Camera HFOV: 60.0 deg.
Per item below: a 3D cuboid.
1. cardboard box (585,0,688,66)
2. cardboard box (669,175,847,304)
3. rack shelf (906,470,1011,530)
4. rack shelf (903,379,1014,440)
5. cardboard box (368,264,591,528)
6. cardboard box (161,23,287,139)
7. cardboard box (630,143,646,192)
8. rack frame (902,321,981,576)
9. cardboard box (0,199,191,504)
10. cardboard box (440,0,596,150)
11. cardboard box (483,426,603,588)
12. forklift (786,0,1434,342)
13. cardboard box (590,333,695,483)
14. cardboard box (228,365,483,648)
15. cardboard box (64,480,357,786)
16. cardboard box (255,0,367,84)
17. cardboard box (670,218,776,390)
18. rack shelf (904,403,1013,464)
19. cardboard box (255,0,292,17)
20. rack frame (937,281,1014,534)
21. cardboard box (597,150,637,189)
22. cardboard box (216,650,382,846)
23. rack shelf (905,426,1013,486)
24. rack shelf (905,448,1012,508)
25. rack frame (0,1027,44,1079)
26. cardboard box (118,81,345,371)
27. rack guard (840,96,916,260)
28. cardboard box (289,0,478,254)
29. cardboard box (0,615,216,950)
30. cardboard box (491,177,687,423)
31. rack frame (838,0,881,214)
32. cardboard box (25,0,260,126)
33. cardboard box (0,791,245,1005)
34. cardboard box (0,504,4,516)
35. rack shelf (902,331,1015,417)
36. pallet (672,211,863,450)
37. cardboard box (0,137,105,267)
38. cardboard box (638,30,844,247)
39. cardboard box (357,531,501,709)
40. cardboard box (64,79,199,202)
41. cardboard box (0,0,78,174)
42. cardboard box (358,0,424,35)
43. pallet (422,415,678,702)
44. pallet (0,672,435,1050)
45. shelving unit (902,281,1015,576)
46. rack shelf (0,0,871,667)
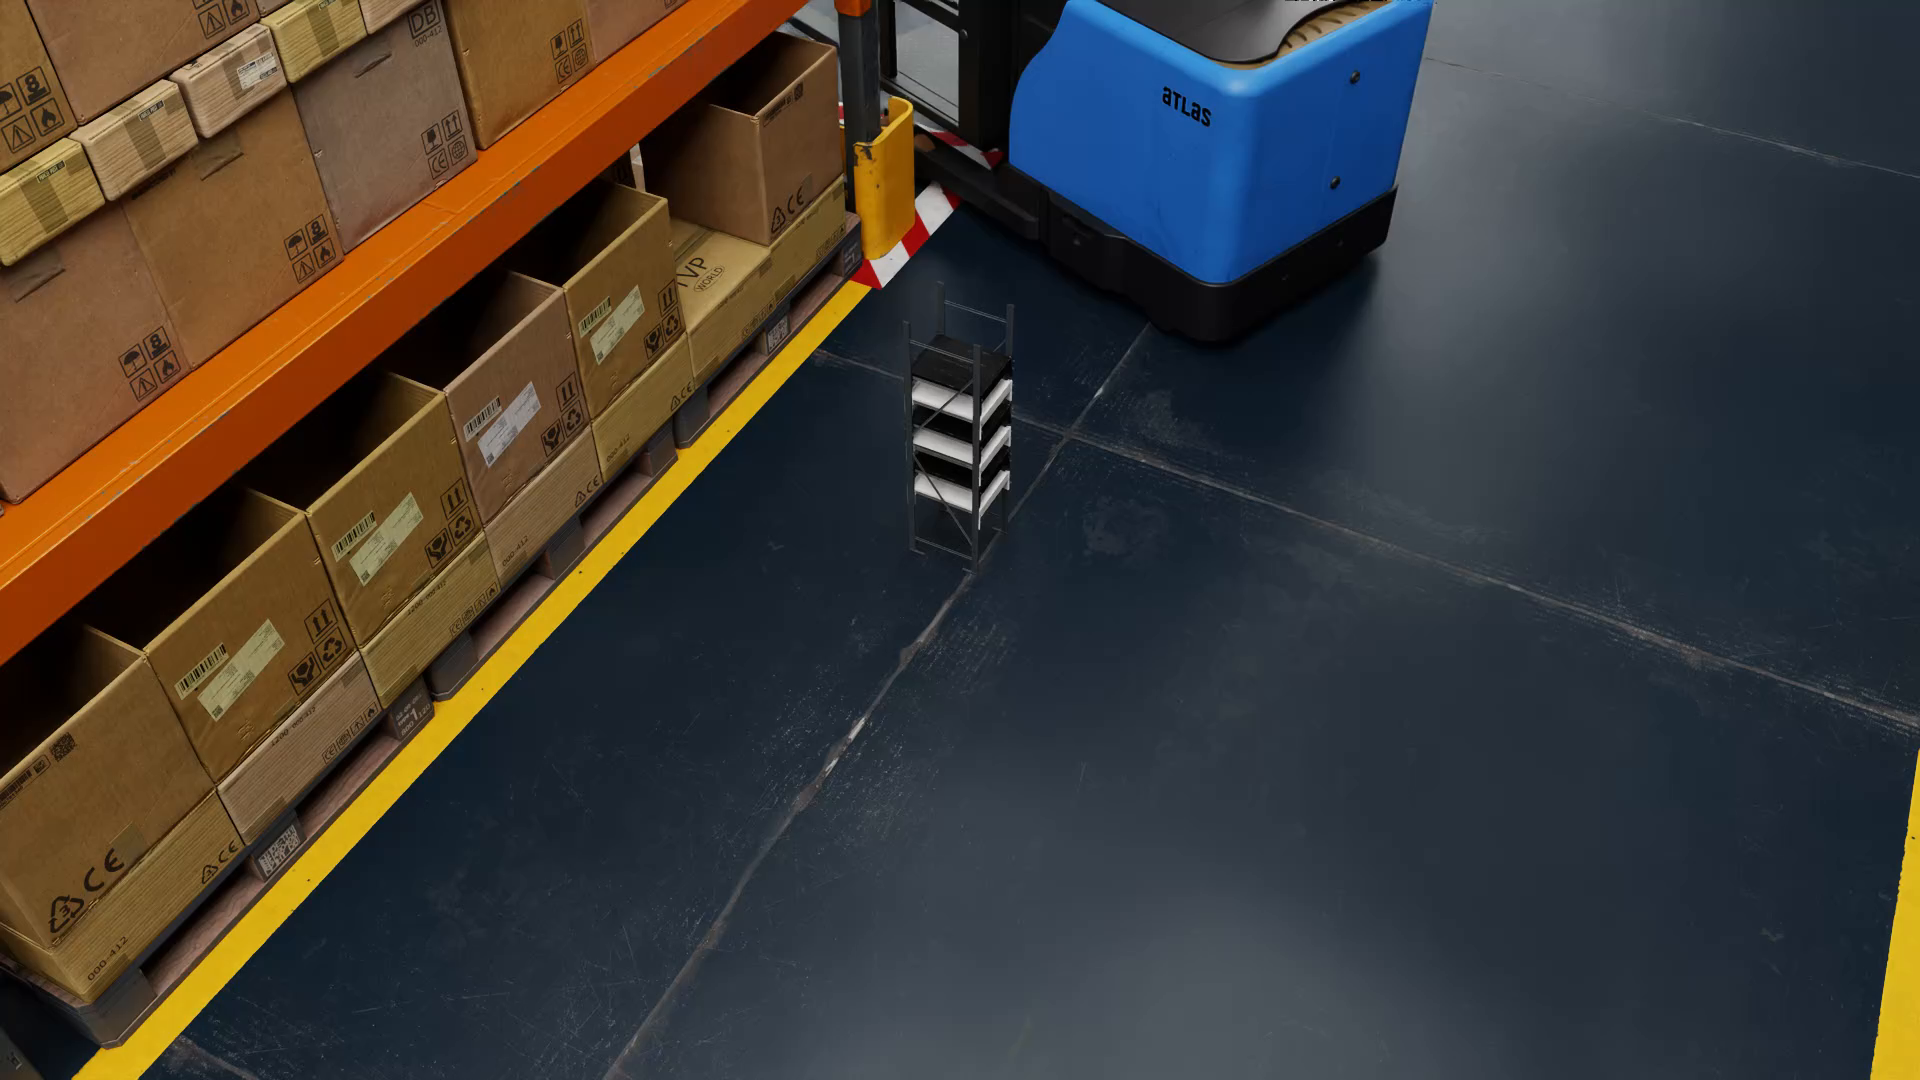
[{"bbox_3d":[-1.227,-1.797,4.847,0.700,0.500,0.500,22,49,20],"label":"cardboard box"},{"bbox_3d":[-0.746,-1.130,5.896,0.500,0.250,0.500,20,49,19],"label":"cardboard box"},{"bbox_3d":[-0.004,-0.161,5.077,0.258,0.077,0.200,20,49,19],"label":"rack shelf"},{"bbox_3d":[-0.004,-0.414,4.821,0.258,0.077,0.200,20,49,19],"label":"rack shelf"},{"bbox_3d":[-1.429,-0.444,4.690,0.500,0.500,0.500,20,49,19],"label":"cardboard box"},{"bbox_3d":[-1.725,-1.046,3.649,0.380,0.149,0.250,19,48,18],"label":"cardboard box"},{"bbox_3d":[-1.205,-1.301,6.065,0.500,0.250,0.500,20,49,19],"label":"cardboard box"},{"bbox_3d":[-0.051,-0.247,4.862,0.240,0.900,0.006,20,49,19],"label":"rack frame"},{"bbox_3d":[-2.176,-0.516,3.581,0.700,0.500,0.500,20,49,19],"label":"cardboard box"},{"bbox_3d":[-1.462,-1.487,4.540,0.700,0.500,0.500,21,49,19],"label":"cardboard box"},{"bbox_3d":[-1.432,-0.181,4.958,0.500,0.250,0.500,20,49,19],"label":"cardboard box"},{"bbox_3d":[0.268,-2.701,5.858,1.130,2.935,3.031,-32,53,-28],"label":"forklift"},{"bbox_3d":[-1.198,-0.496,5.269,0.500,0.250,0.500,20,49,19],"label":"cardboard box"},{"bbox_3d":[-1.659,-0.128,4.378,0.500,0.500,0.500,20,49,19],"label":"cardboard box"},{"bbox_3d":[-1.898,0.184,4.070,0.500,0.500,0.500,20,49,19],"label":"cardboard box"},{"bbox_3d":[-1.604,-1.210,3.811,0.380,0.149,0.250,20,49,19],"label":"cardboard box"},{"bbox_3d":[-0.968,-0.811,5.581,0.500,0.250,0.500,20,49,19],"label":"cardboard box"},{"bbox_3d":[-0.004,-0.351,4.885,0.258,0.077,0.200,20,49,19],"label":"rack shelf"},{"bbox_3d":[-1.717,-1.586,3.726,0.700,0.500,0.500,20,49,19],"label":"cardboard box"},{"bbox_3d":[0.043,-0.375,4.988,0.240,0.900,0.006,20,49,19],"label":"rack frame"},{"bbox_3d":[-1.435,-1.249,5.486,0.500,0.500,0.500,20,49,19],"label":"cardboard box"},{"bbox_3d":[-1.895,0.449,4.335,0.500,0.250,0.500,20,49,19],"label":"cardboard box"},{"bbox_3d":[-0.004,-0.288,4.949,0.258,0.077,0.200,20,49,19],"label":"rack shelf"},{"bbox_3d":[-0.004,-0.225,5.013,0.258,0.077,0.200,20,49,19],"label":"rack shelf"},{"bbox_3d":[-2.613,0.136,3.006,0.949,2.616,0.053,20,49,19],"label":"rack frame"},{"bbox_3d":[-1.940,-0.831,3.892,0.700,0.500,0.500,21,49,20],"label":"cardboard box"},{"bbox_3d":[-0.748,-1.521,6.402,1.175,0.500,0.348,20,49,19],"label":"rack guard"},{"bbox_3d":[-1.703,-1.154,4.211,0.700,0.500,0.500,22,49,20],"label":"cardboard box"},{"bbox_3d":[-2.123,0.502,3.756,0.500,0.500,0.500,20,49,19],"label":"cardboard box"},{"bbox_3d":[-1.196,-0.758,5.001,0.500,0.500,0.500,20,49,19],"label":"cardboard box"},{"bbox_3d":[-0.759,-2.385,5.498,1.000,3.000,0.127,20,49,19],"label":"rack frame"},{"bbox_3d":[-1.949,-1.272,3.415,0.700,0.500,0.500,20,49,19],"label":"cardboard box"},{"bbox_3d":[-2.132,0.762,4.026,0.500,0.250,0.500,20,49,19],"label":"cardboard box"},{"bbox_3d":[-2.415,-0.181,3.250,0.700,0.500,0.500,19,48,18],"label":"cardboard box"},{"bbox_3d":[-0.004,-0.478,4.757,0.258,0.077,0.200,20,49,19],"label":"rack shelf"},{"bbox_3d":[-1.077,-0.909,6.000,1.003,0.211,1.213,20,49,19],"label":"pallet"},{"bbox_3d":[-1.964,-0.720,3.326,0.380,0.149,0.250,20,49,19],"label":"cardboard box"},{"bbox_3d":[-0.744,-1.393,5.629,0.500,0.500,0.500,20,49,19],"label":"cardboard box"},{"bbox_3d":[-1.659,0.136,4.645,0.500,0.250,0.500,20,49,19],"label":"cardboard box"},{"bbox_3d":[-1.846,-0.877,3.482,0.380,0.149,0.250,19,48,18],"label":"cardboard box"},{"bbox_3d":[-2.182,-0.956,3.104,0.700,0.500,0.500,20,49,19],"label":"cardboard box"},{"bbox_3d":[-1.486,-1.366,3.965,0.380,0.149,0.250,20,49,19],"label":"cardboard box"},{"bbox_3d":[-1.644,-0.143,5.243,1.003,0.211,1.213,20,49,19],"label":"pallet"},{"bbox_3d":[-2.210,0.628,4.481,1.003,0.211,1.213,20,49,19],"label":"pallet"},{"bbox_3d":[-0.004,-0.311,4.925,0.258,0.900,0.210,20,49,19],"label":"shelving unit"},{"bbox_3d":[-1.687,-0.872,4.508,1.077,0.370,4.000,20,49,19],"label":"rack shelf"}]
